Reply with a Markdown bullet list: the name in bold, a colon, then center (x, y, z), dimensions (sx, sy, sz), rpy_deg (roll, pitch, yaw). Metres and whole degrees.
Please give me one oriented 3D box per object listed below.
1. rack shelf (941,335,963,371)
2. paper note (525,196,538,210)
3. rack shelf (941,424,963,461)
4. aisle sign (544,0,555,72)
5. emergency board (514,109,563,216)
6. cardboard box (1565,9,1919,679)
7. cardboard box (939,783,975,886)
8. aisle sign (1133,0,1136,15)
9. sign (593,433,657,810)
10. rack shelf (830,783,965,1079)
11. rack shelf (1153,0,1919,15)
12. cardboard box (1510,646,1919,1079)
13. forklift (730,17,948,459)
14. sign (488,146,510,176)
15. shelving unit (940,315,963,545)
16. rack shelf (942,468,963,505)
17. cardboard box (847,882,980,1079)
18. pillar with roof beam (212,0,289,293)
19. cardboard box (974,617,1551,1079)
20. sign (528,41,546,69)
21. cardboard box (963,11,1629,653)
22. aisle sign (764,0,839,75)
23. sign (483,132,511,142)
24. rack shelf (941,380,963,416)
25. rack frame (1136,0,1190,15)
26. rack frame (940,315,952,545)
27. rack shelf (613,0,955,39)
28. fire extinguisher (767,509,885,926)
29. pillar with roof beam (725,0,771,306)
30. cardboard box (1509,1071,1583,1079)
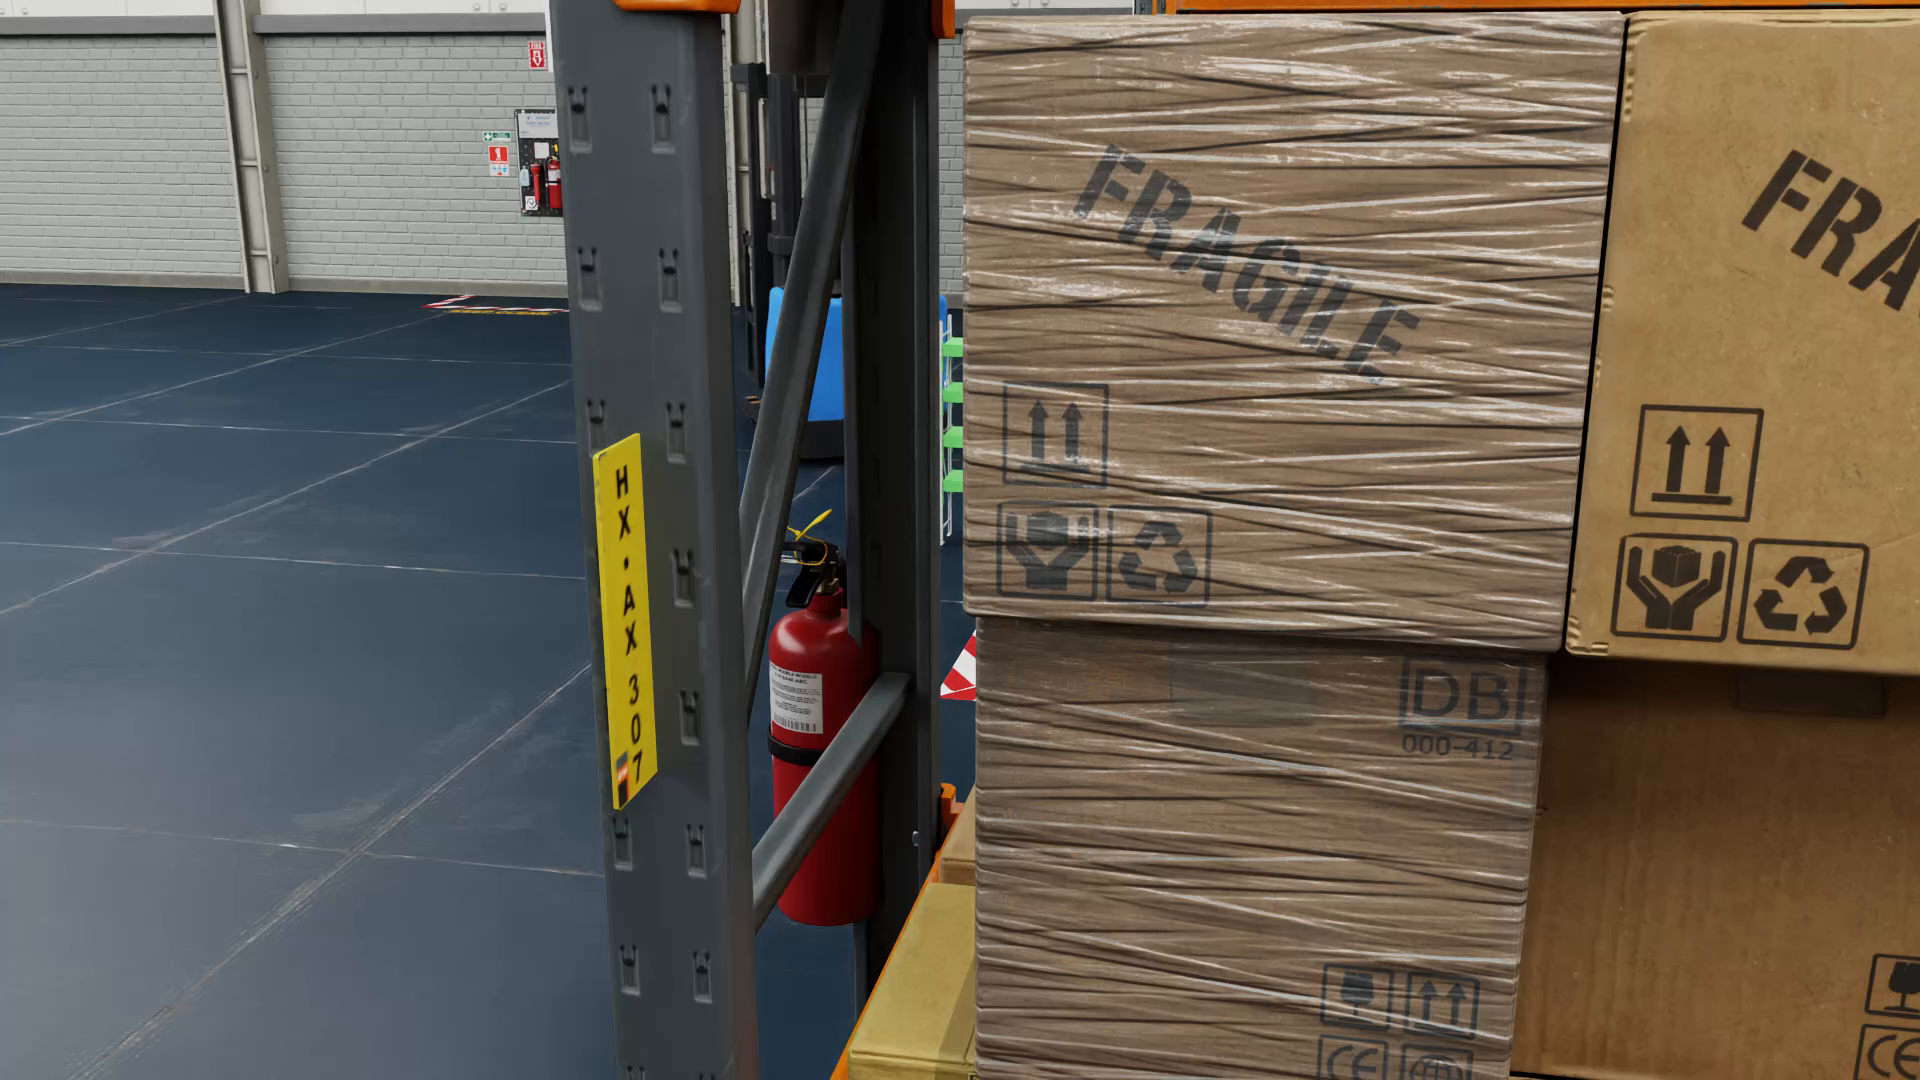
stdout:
- **rack shelf**: center (0.162, -0.970, 8.689), dimensions (0.480, 0.148, 0.258), rpy_deg (3, 16, 11)
- **paper note**: center (-4.823, -3.792, 18.712), dimensions (0.142, 0.148, 0.016), rpy_deg (3, 16, 11)
- **rack shelf**: center (0.162, -0.508, 8.817), dimensions (0.480, 0.148, 0.258), rpy_deg (3, 16, 11)
- **aisle sign**: center (-0.309, -0.830, 1.498), dimensions (0.004, 0.787, 0.394), rpy_deg (3, 16, 11)
- **emergency board**: center (-4.663, -4.189, 18.495), dimensions (0.643, 1.169, 0.194), rpy_deg (3, 16, 11)
- **cardboard box**: center (0.784, -0.196, 1.464), dimensions (0.500, 0.500, 0.500), rpy_deg (3, 16, 11)
- **cardboard box**: center (0.132, 0.430, 2.290), dimensions (0.250, 0.149, 0.380), rpy_deg (3, 16, 11)
- **aisle sign**: center (0.669, -2.128, 6.184), dimensions (0.004, 0.787, 0.394), rpy_deg (3, 16, 11)
- **sign**: center (-0.297, 0.073, 1.488), dimensions (0.005, 0.325, 0.100), rpy_deg (3, 16, 11)
- **rack shelf**: center (1.771, 0.801, 1.828), dimensions (4.000, 0.370, 1.077), rpy_deg (3, 16, 11)
- **rack shelf**: center (2.758, -1.940, 6.105), dimensions (4.000, 0.370, 1.077), rpy_deg (3, 16, 11)
- **cardboard box**: center (0.859, 0.188, 1.949), dimensions (0.500, 0.500, 0.875), rpy_deg (3, 16, 11)
- **forklift**: center (-0.979, -2.281, 11.736), dimensions (1.130, 2.935, 3.031), rpy_deg (-5, 16, -16)
- **sign**: center (-5.184, -4.263, 18.694), dimensions (0.234, 0.329, 0.001), rpy_deg (3, 16, 11)
- **shelving unit**: center (0.162, -0.569, 8.800), dimensions (0.503, 1.200, 0.258), rpy_deg (3, 16, 11)
- **rack shelf**: center (0.162, -0.277, 8.881), dimensions (0.480, 0.148, 0.258), rpy_deg (3, 16, 11)
- **cardboard box**: center (0.043, 0.547, 1.870), dimensions (0.250, 0.149, 0.380), rpy_deg (3, 16, 11)
- **pillar with roof beam**: center (-8.986, -6.132, 14.271), dimensions (0.400, 9.000, 9.100), rpy_deg (3, 16, 11)
- **cardboard box**: center (0.345, 0.193, 1.932), dimensions (0.500, 0.500, 0.875), rpy_deg (3, 16, 11)
- **sign**: center (-4.651, -5.333, 18.281), dimensions (0.199, 0.298, 0.001), rpy_deg (3, 16, 11)
- **cardboard box**: center (0.296, -0.225, 1.567), dimensions (0.500, 0.500, 0.500), rpy_deg (3, 16, 11)
- **aisle sign**: center (-0.190, -0.987, 2.065), dimensions (0.004, 0.787, 0.394), rpy_deg (3, 16, 11)
- **sign**: center (-5.182, -4.515, 18.614), dimensions (0.331, 0.109, 0.001), rpy_deg (3, 16, 11)
- **rack shelf**: center (0.162, -0.739, 8.753), dimensions (0.480, 0.148, 0.258), rpy_deg (3, 16, 11)
- **rack frame**: center (0.798, -0.948, 6.794), dimensions (0.127, 3.000, 1.000), rpy_deg (3, 16, 11)
- **rack frame**: center (-0.077, -0.582, 8.847), dimensions (0.015, 1.200, 0.240), rpy_deg (3, 16, 11)
- **rack shelf**: center (1.771, -0.644, 1.428), dimensions (4.000, 0.370, 1.077), rpy_deg (3, 16, 11)
- **fire extinguisher**: center (-0.209, 0.259, 2.584), dimensions (0.183, 0.674, 0.296), rpy_deg (3, 16, 11)
- **pillar with roof beam**: center (-3.107, -5.812, 13.118), dimensions (0.400, 9.000, 9.100), rpy_deg (3, 16, 11)
- **cardboard box**: center (0.526, 0.582, 1.742), dimensions (0.250, 0.149, 0.380), rpy_deg (3, 16, 11)
